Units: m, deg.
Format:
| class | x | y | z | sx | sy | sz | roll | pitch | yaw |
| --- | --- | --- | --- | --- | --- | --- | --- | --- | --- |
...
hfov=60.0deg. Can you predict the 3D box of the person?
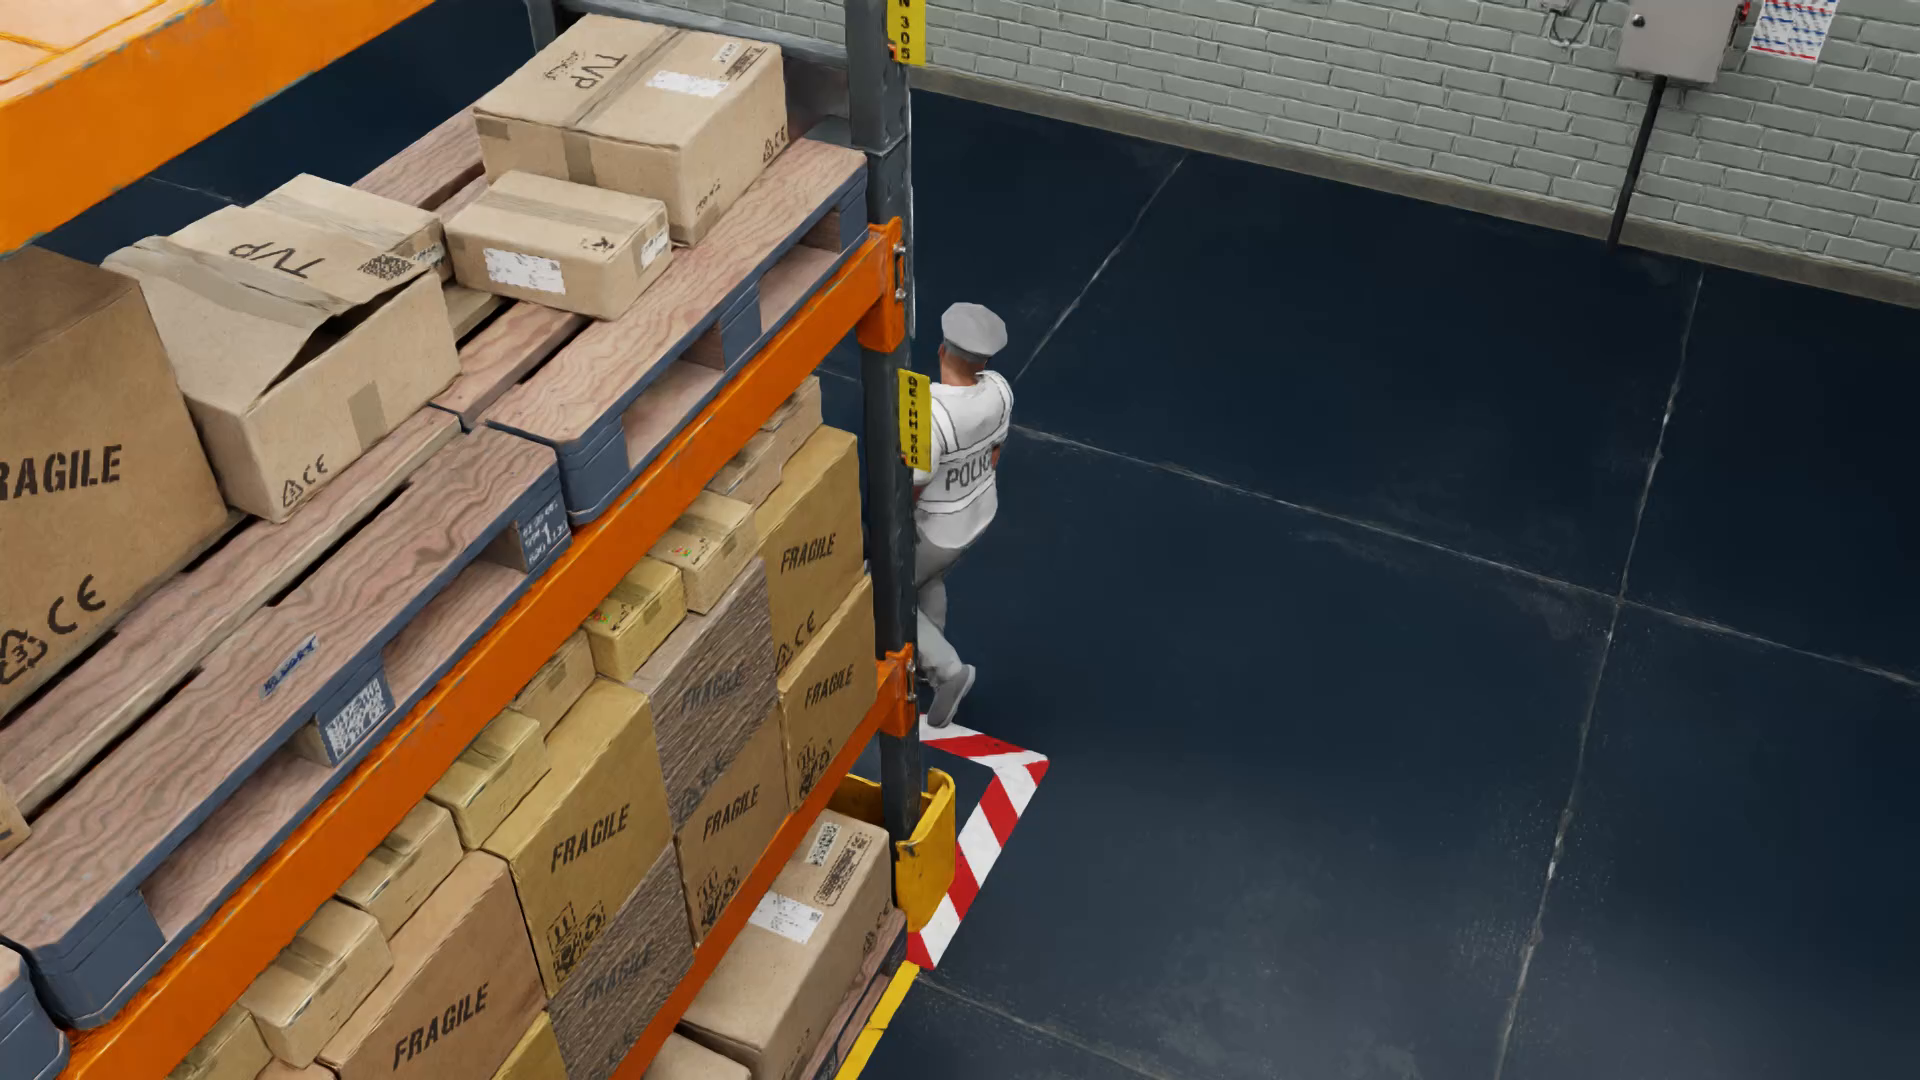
| class | x | y | z | sx | sy | sz | roll | pitch | yaw |
| --- | --- | --- | --- | --- | --- | --- | --- | --- | --- |
| person | -0.092 | -0.087 | 6.277 | 0.556 | 1.730 | 0.600 | 21 | 46 | 22 |
